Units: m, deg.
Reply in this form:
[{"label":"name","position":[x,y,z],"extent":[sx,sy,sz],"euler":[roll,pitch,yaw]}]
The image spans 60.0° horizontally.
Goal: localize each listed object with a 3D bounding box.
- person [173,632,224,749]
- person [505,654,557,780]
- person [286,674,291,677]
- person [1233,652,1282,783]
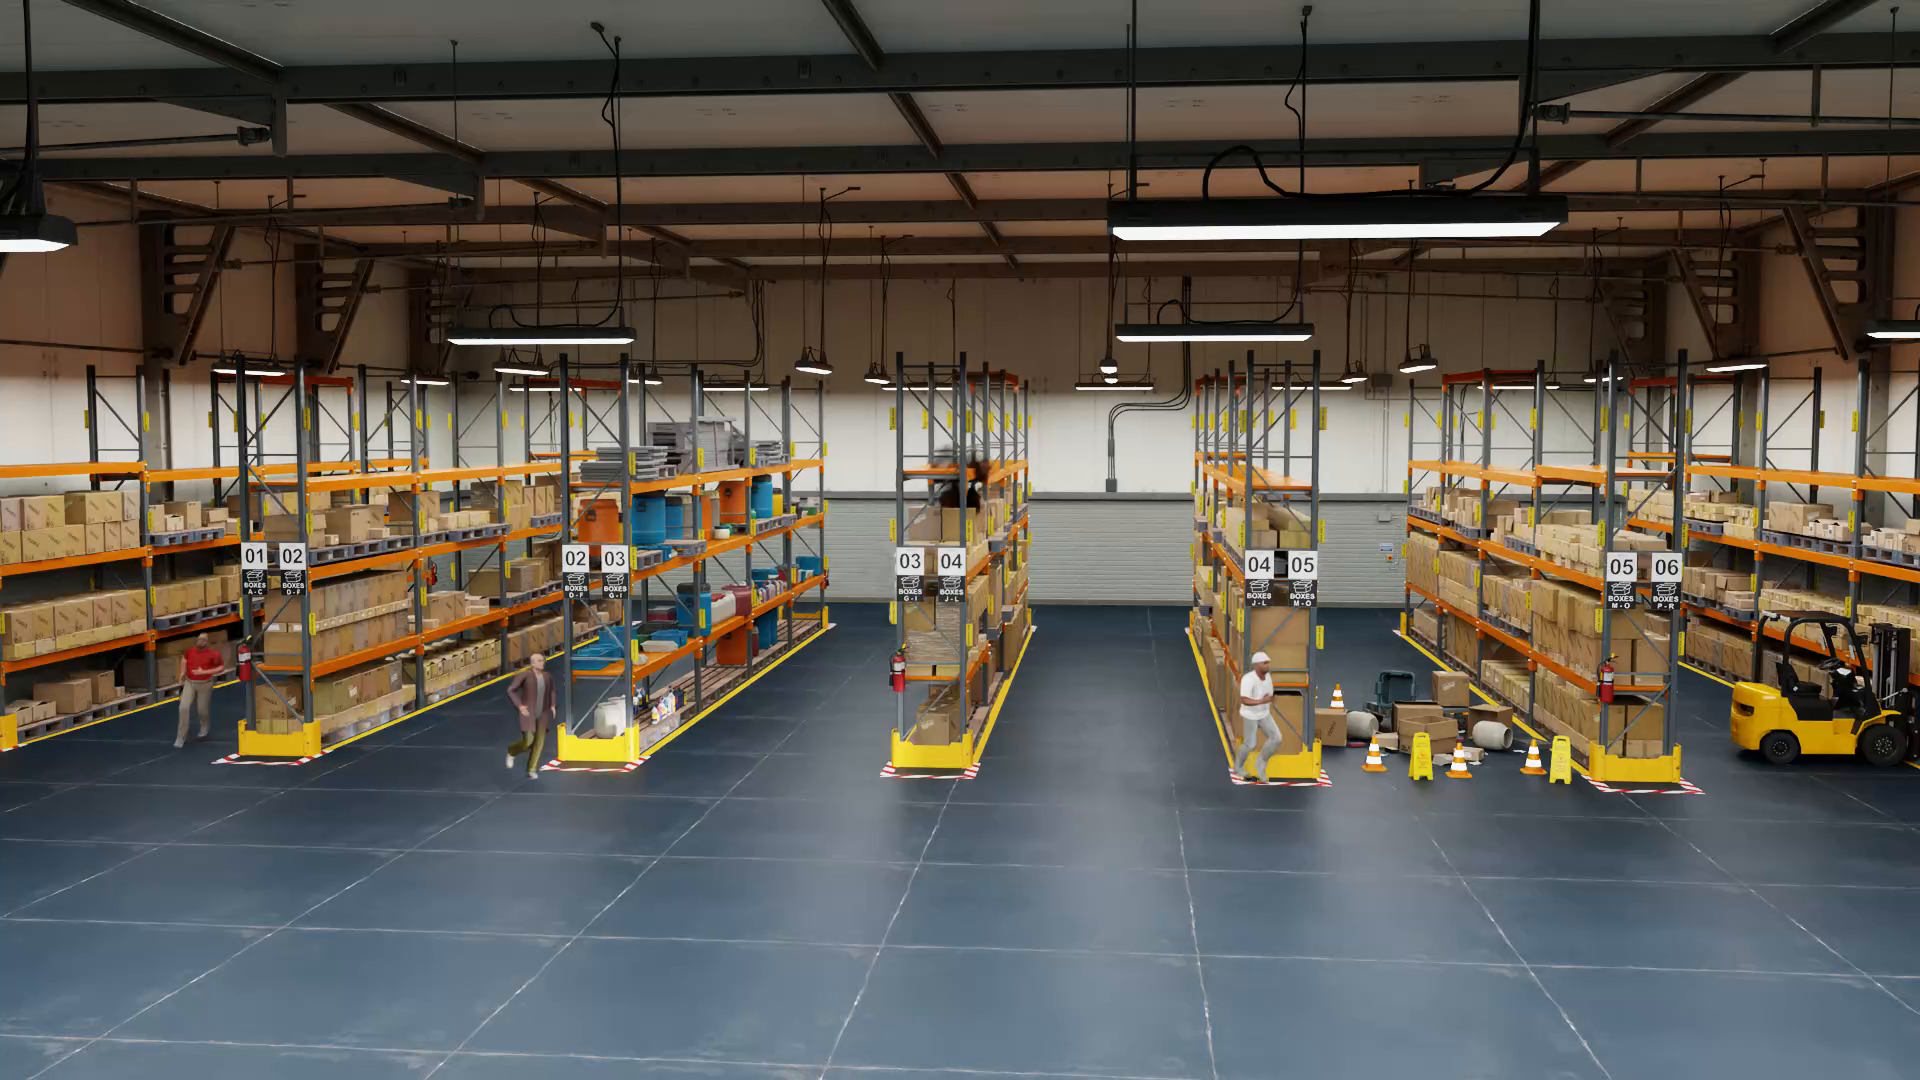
[{"label":"person","position":[-11.833,2.305,25.925],"extent":[0.675,1.734,0.943],"euler":[-1,4,-8]},{"label":"person","position":[-6.012,2.473,23.543],"extent":[0.775,1.713,0.816],"euler":[-4,6,-44]},{"label":"person","position":[-12.141,2.011,30.350],"extent":[0.585,1.695,0.727],"euler":[0,4,0]},{"label":"person","position":[3.940,2.339,22.017],"extent":[0.733,1.746,0.802],"euler":[-3,5,-39]}]
